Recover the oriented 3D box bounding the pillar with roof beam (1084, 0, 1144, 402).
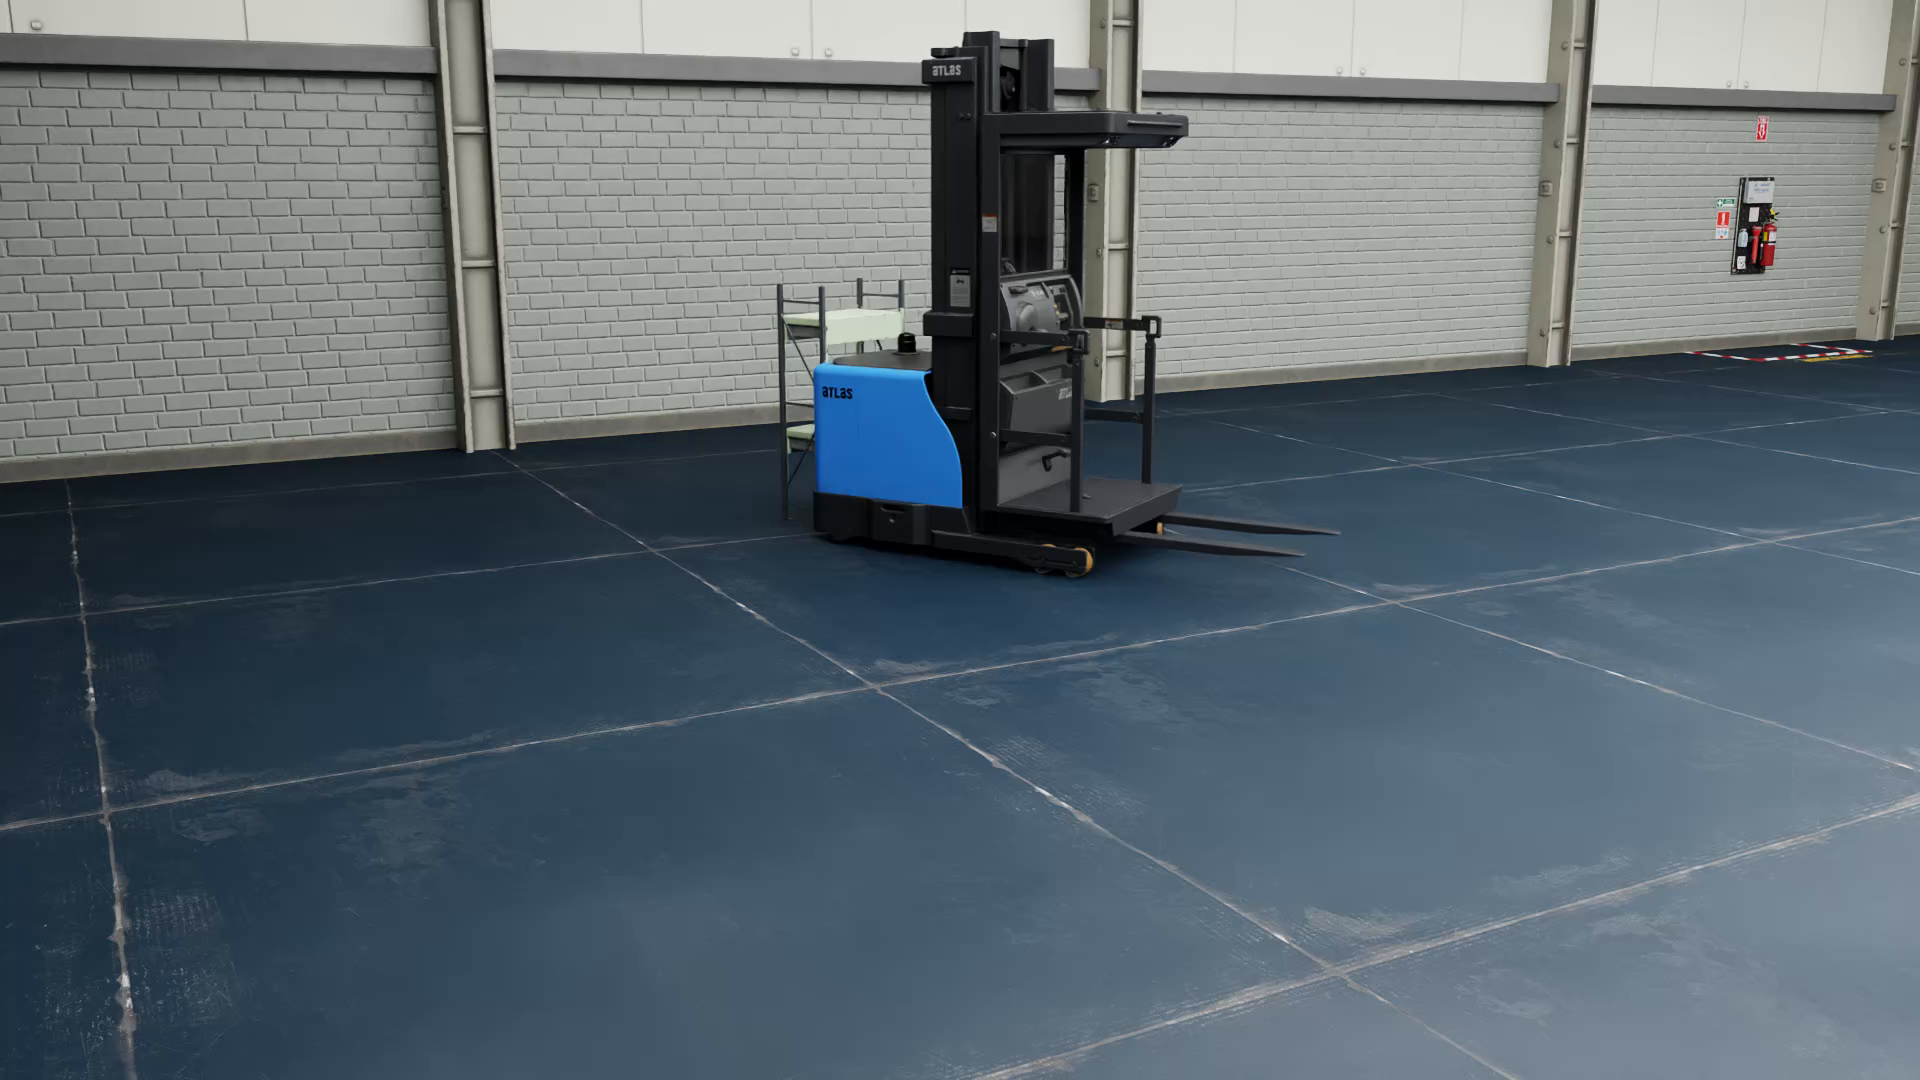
[{"bbox_3d":[3.516,-4.934,11.537,0.400,9.000,9.100,-7,14,-28],"label":"pillar with roof beam"}]

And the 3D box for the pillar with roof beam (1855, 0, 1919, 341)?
[{"bbox_3d":[14.049,-6.196,17.146,0.400,9.000,9.100,-7,14,-28],"label":"pillar with roof beam"}]

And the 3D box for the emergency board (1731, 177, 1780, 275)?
[{"bbox_3d":[9.799,-3.846,20.369,0.643,1.169,0.194,-7,14,-28],"label":"emergency board"}]

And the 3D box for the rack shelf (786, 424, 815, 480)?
[{"bbox_3d":[-0.752,-0.586,10.782,0.431,0.370,0.720,10,16,38],"label":"rack shelf"}]

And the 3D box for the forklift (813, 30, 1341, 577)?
[{"bbox_3d":[0.650,-1.356,9.459,3.031,2.935,1.130,7,14,29],"label":"forklift"}]

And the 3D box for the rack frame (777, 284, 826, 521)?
[{"bbox_3d":[-0.985,-0.842,10.436,0.400,1.500,0.023,10,16,38],"label":"rack frame"}]

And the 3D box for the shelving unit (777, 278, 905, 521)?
[{"bbox_3d":[-0.752,-0.904,10.711,0.431,1.500,0.755,10,16,38],"label":"shelving unit"}]

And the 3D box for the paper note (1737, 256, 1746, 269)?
[{"bbox_3d":[9.610,-3.411,20.442,0.142,0.148,0.016,-7,14,-28],"label":"paper note"}]

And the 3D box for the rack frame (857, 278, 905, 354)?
[{"bbox_3d":[-0.519,-0.966,10.986,0.400,1.500,0.023,10,16,38],"label":"rack frame"}]

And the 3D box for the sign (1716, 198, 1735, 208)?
[{"bbox_3d":[9.272,-4.083,20.131,0.331,0.109,0.001,-7,14,-28],"label":"sign"}]

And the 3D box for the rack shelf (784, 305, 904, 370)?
[{"bbox_3d":[-0.752,-1.285,10.625,0.431,0.370,0.720,10,16,38],"label":"rack shelf"}]

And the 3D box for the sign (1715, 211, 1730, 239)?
[{"bbox_3d":[9.264,-3.826,20.194,0.234,0.329,0.001,-7,14,-28],"label":"sign"}]

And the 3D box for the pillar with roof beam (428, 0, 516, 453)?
[{"bbox_3d":[-1.750,-4.303,8.732,0.400,9.000,9.100,-7,14,-28],"label":"pillar with roof beam"}]

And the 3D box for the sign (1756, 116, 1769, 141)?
[{"bbox_3d":[9.744,-4.996,20.196,0.199,0.298,0.001,-7,14,-28],"label":"sign"}]

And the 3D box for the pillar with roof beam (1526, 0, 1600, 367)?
[{"bbox_3d":[8.783,-5.565,14.341,0.400,9.000,9.100,-7,14,-28],"label":"pillar with roof beam"}]
